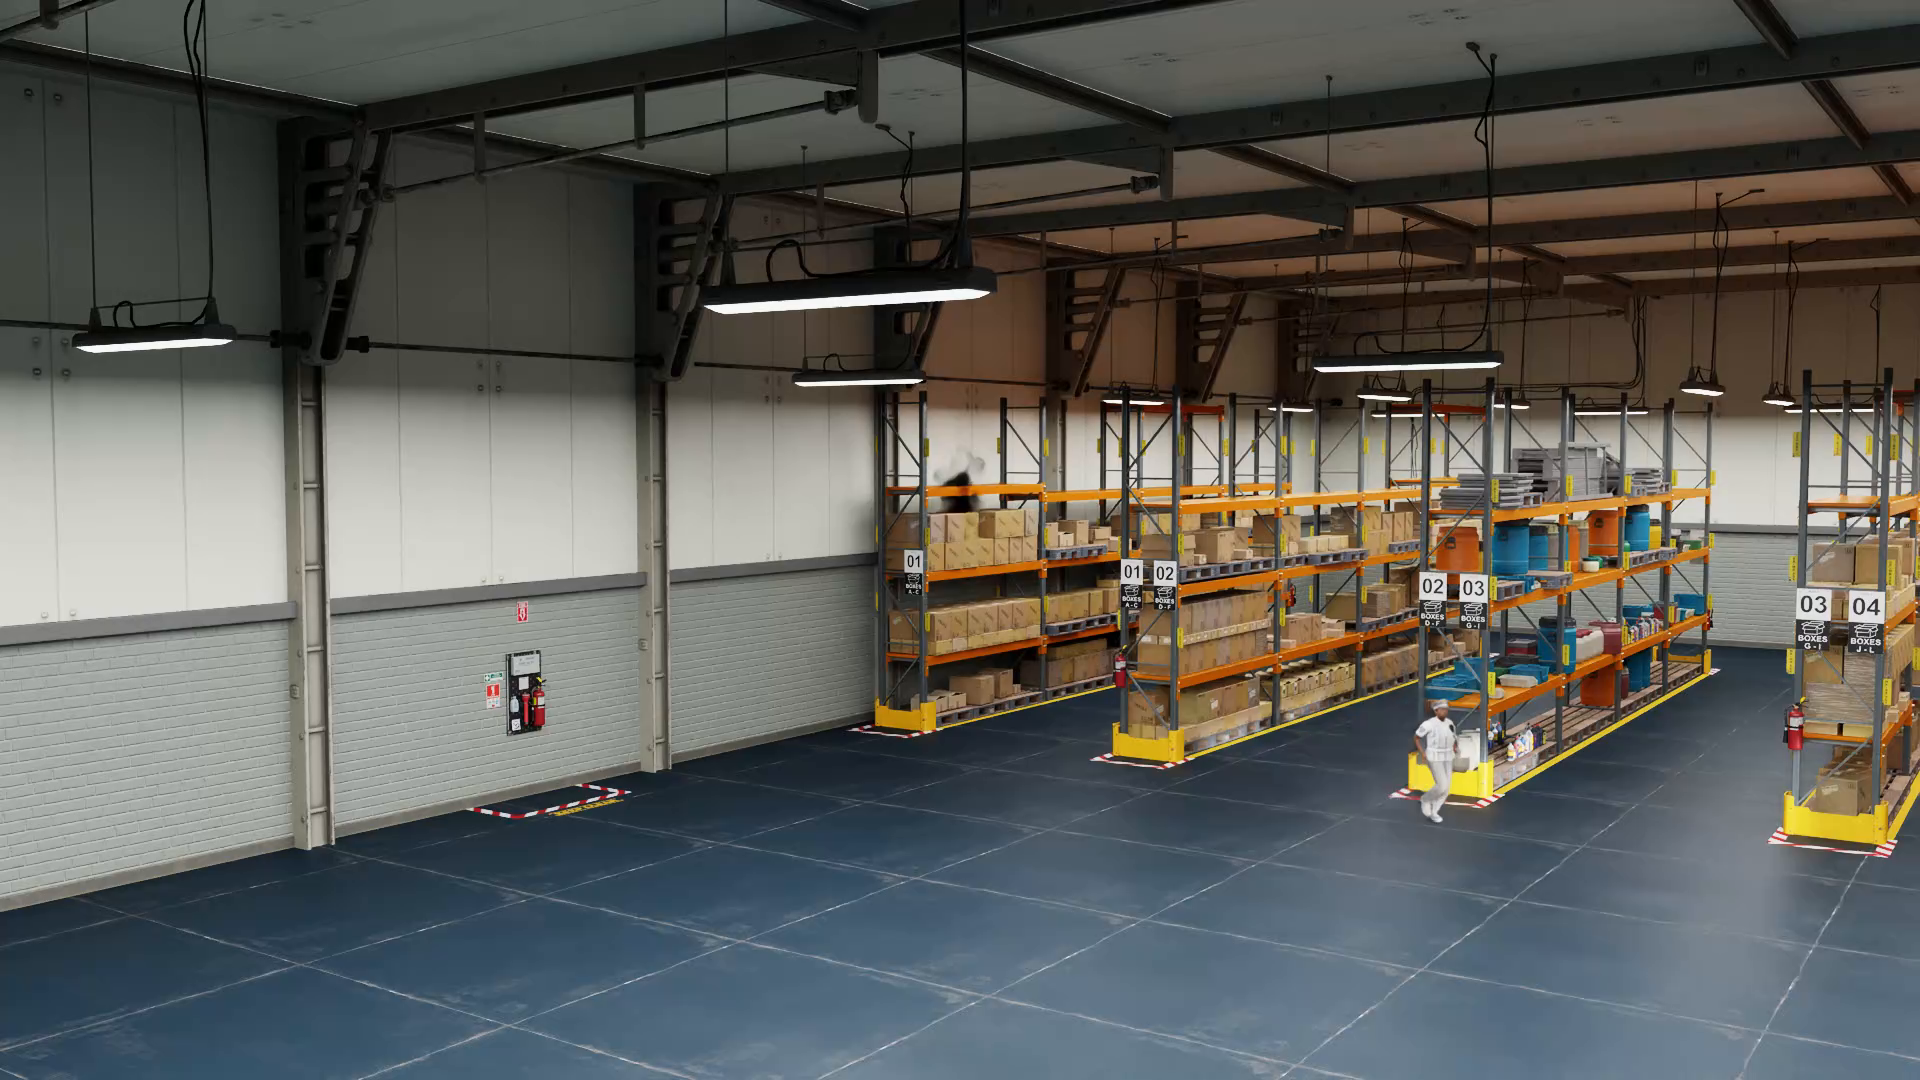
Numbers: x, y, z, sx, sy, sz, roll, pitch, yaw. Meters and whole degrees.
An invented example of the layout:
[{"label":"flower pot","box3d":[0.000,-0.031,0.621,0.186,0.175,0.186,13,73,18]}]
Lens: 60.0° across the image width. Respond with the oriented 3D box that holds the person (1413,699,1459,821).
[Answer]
[{"label":"person","box3d":[6.421,2.941,22.162,0.565,1.661,0.554,-1,3,-20]}]
